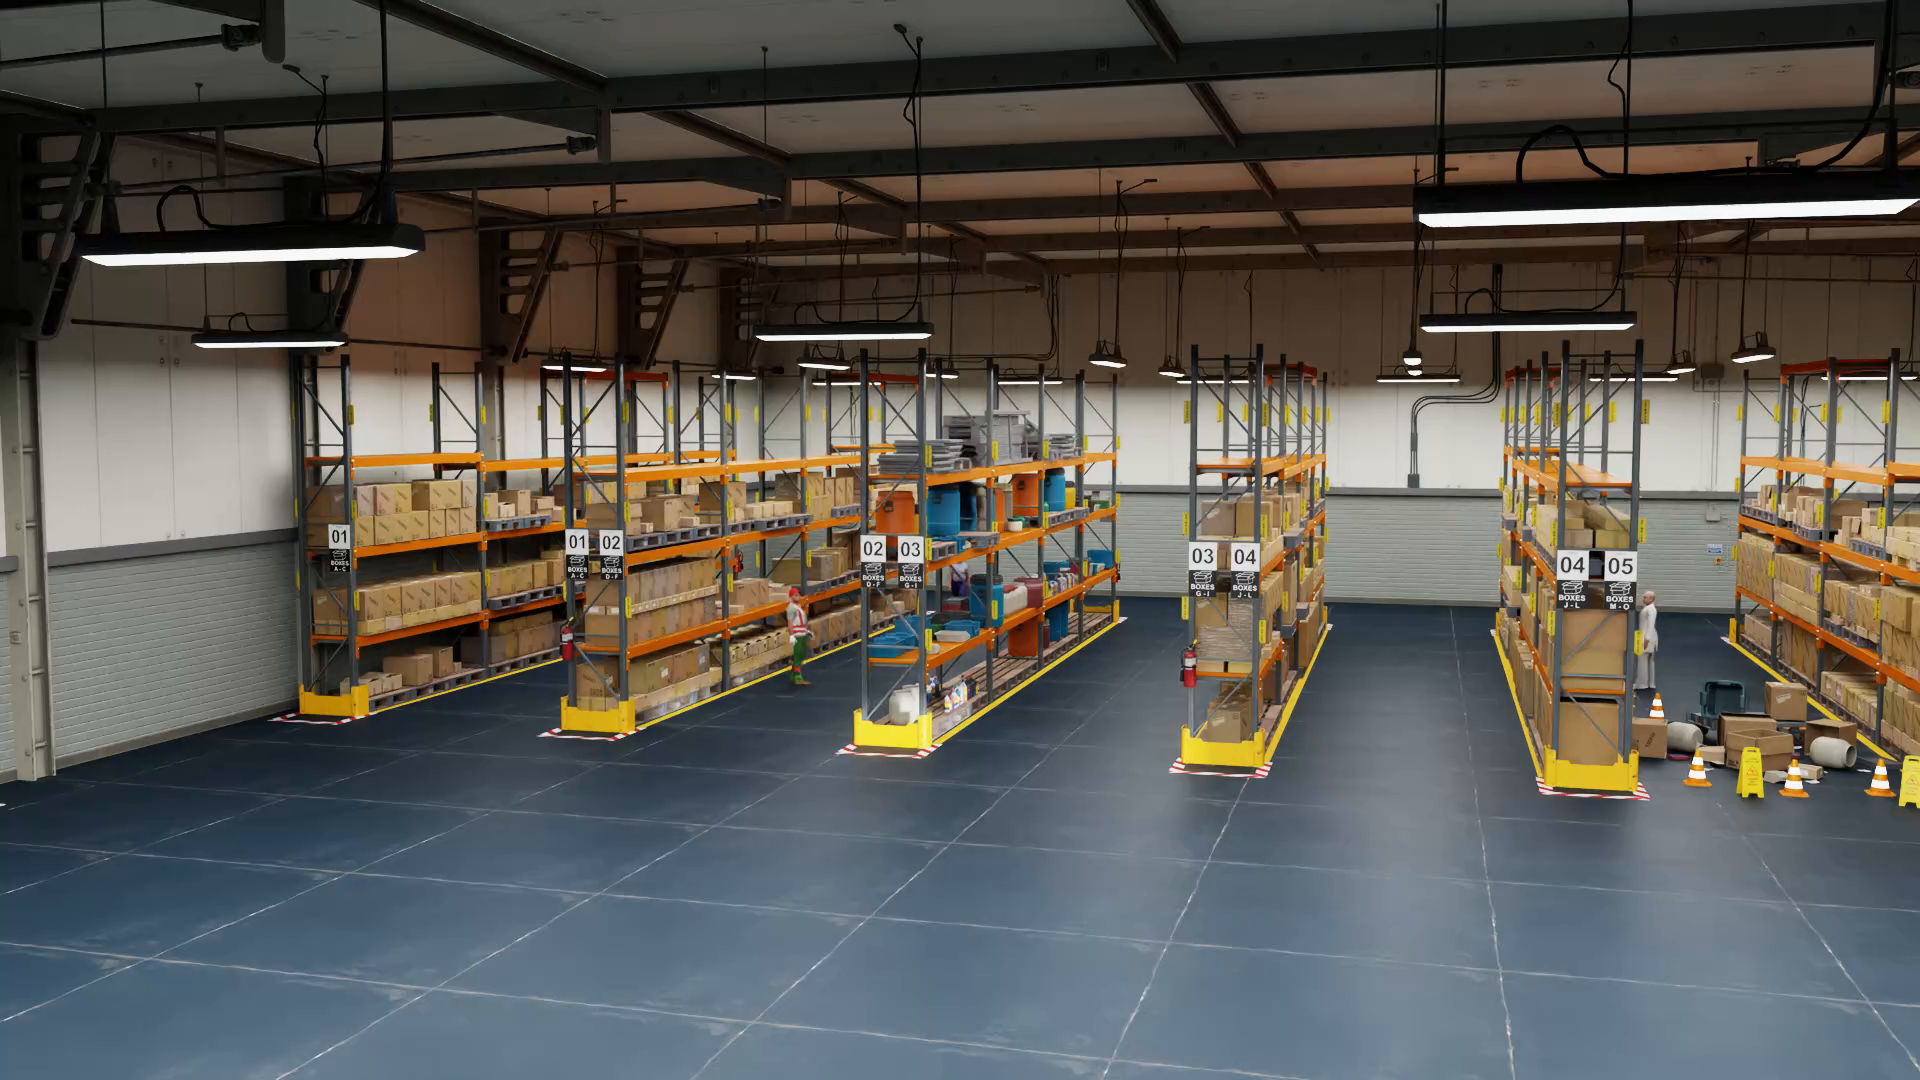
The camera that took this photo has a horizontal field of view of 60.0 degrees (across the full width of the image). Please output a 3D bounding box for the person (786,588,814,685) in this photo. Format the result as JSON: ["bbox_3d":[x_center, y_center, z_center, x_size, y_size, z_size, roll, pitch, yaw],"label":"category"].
[{"bbox_3d":[-2.951,1.785,30.792,0.508,1.788,0.609,0,4,-3],"label":"person"}]

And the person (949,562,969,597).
[{"bbox_3d":[-0.022,1.122,41.072,0.493,1.601,0.947,1,4,10],"label":"person"}]

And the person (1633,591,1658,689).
[{"bbox_3d":[12.586,1.834,30.550,0.468,1.779,0.636,3,5,38],"label":"person"}]

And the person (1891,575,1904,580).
[{"bbox_3d":[21.075,1.347,37.446,0.845,1.673,0.557,1,4,10],"label":"person"}]
